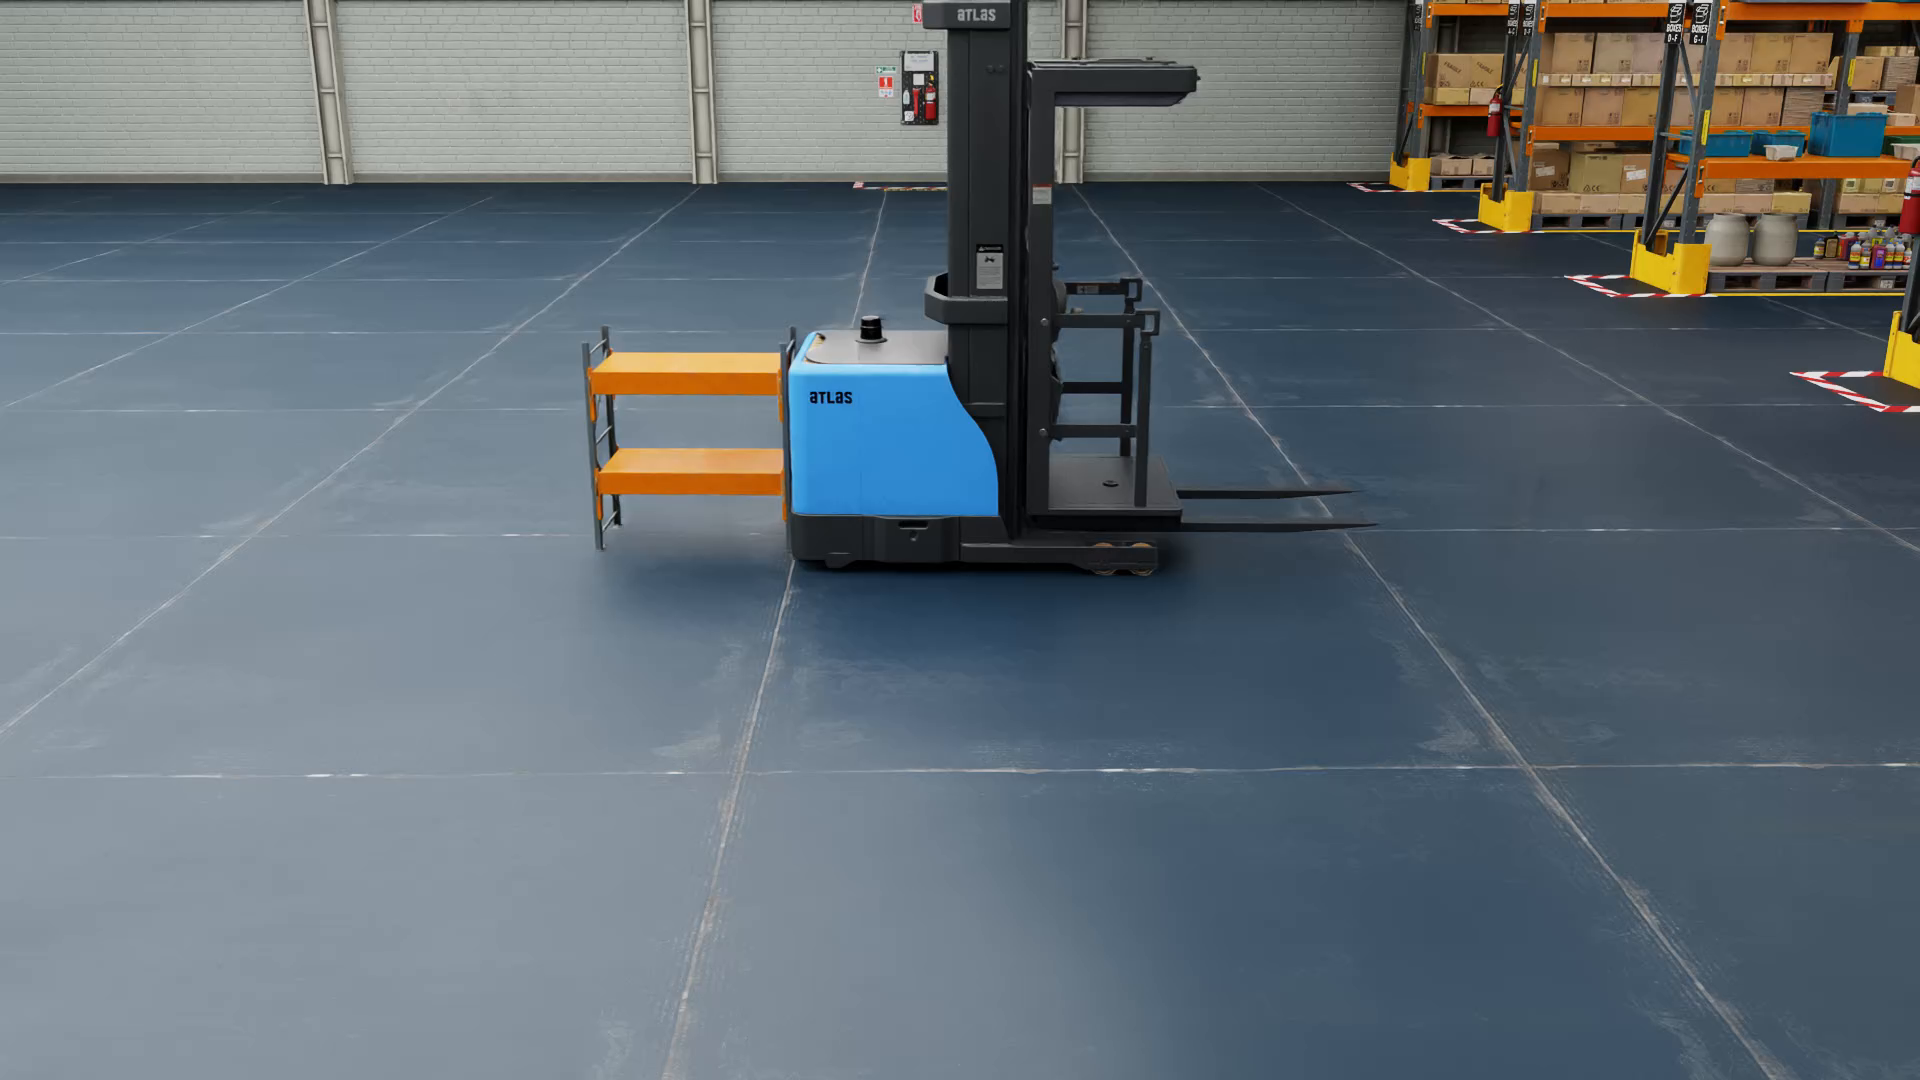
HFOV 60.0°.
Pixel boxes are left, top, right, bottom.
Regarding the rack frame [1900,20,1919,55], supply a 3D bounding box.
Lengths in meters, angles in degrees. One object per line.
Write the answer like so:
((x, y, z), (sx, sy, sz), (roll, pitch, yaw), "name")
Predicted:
((15.132, -7.138, 26.387), (0.127, 3.000, 1.000), (0, 18, -1), "rack frame")

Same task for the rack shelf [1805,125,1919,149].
((13.214, -5.272, 21.750), (4.000, 0.370, 1.077), (0, 18, -1), "rack shelf")

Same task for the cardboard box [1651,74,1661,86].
((8.898, -5.885, 21.258), (0.250, 0.149, 0.380), (-1, 18, -2), "cardboard box")

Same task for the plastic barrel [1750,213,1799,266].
((8.447, -3.117, 17.240), (0.421, 0.512, 0.421), (0, 18, 0), "plastic barrel")

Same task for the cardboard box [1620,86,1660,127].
((8.703, -5.637, 21.544), (0.500, 0.500, 0.700), (0, 18, 0), "cardboard box")

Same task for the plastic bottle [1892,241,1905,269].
((9.549, -2.899, 16.921), (0.097, 0.271, 0.097), (0, 18, 0), "plastic bottle")

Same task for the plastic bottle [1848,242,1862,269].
((9.107, -2.897, 16.914), (0.097, 0.271, 0.097), (0, 18, 0), "plastic bottle")

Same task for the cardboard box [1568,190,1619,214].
((8.254, -4.415, 21.713), (0.500, 0.250, 0.500), (0, 18, -1), "cardboard box")

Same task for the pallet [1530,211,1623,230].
((7.978, -4.275, 22.028), (1.213, 0.211, 1.003), (0, 18, -1), "pallet")

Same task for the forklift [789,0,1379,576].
((0.654, -1.377, 8.540), (3.031, 2.935, 1.130), (0, 18, 1), "forklift")

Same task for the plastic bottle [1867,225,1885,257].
((9.675, -3.160, 17.603), (0.185, 0.351, 0.144), (0, 18, 1), "plastic bottle")

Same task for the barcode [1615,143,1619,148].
((10.588, -6.361, 26.813), (0.075, 0.075, 0.001), (0, 18, -1), "barcode")

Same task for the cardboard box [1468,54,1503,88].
((8.109, -7.304, 25.891), (0.500, 0.500, 0.500), (0, 18, -1), "cardboard box")

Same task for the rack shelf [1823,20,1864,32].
((13.214, -6.701, 21.292), (4.000, 0.370, 1.077), (0, 18, -1), "rack shelf")

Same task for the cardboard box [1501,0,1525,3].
((8.528, -8.505, 25.543), (0.500, 0.500, 0.500), (1, 18, 2), "cardboard box")

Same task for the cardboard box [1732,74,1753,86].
((9.928, -5.891, 21.274), (0.250, 0.149, 0.380), (0, 18, -1), "cardboard box")

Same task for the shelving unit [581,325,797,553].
((-1.411, -0.547, 8.911), (1.048, 1.125, 0.538), (0, 18, 1), "shelving unit")

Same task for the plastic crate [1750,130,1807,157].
((8.434, -4.098, 17.154), (0.408, 0.251, 0.499), (0, 18, -1), "plastic crate")

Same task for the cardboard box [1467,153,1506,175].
((8.396, -6.007, 26.543), (0.500, 0.311, 0.500), (1, 18, 4), "cardboard box")

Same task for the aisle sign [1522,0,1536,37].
((7.154, -6.730, 20.861), (0.004, 0.787, 0.394), (0, 18, -1), "aisle sign")

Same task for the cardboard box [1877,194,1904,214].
((12.132, -4.424, 21.743), (0.500, 0.250, 0.500), (0, 18, 1), "cardboard box")

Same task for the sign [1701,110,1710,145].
((7.293, -4.037, 16.268), (0.005, 0.325, 0.100), (0, 18, -1), "sign")

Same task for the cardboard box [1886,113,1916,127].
((12.103, -5.428, 21.468), (0.250, 0.149, 0.380), (0, 18, -1), "cardboard box")

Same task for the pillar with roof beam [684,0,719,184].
((-4.112, -8.850, 21.905), (0.400, 9.000, 9.100), (0, 18, -1), "pillar with roof beam")

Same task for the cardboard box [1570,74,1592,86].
((7.874, -5.881, 21.243), (0.250, 0.149, 0.380), (-1, 18, -2), "cardboard box")

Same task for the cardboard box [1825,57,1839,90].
((13.416, -7.376, 26.248), (0.500, 0.500, 0.700), (0, 18, -1), "cardboard box")

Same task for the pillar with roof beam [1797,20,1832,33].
((13.886, -8.937, 22.176), (0.400, 9.000, 9.100), (0, 18, -1), "pillar with roof beam")

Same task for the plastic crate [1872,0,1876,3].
((9.191, -5.595, 16.694), (0.575, 0.384, 0.392), (0, 18, -1), "plastic crate")

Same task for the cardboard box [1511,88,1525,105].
((8.654, -6.950, 26.015), (0.500, 0.250, 0.500), (-1, 18, -2), "cardboard box")

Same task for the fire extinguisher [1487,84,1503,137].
((7.089, -5.690, 22.003), (0.183, 0.674, 0.296), (0, 18, -1), "fire extinguisher")

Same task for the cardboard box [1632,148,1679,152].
((9.246, -4.939, 22.118), (0.500, 0.500, 0.500), (0, 18, -1), "cardboard box")

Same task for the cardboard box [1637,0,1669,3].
((10.629, -8.526, 25.607), (0.500, 0.500, 0.500), (0, 18, 1), "cardboard box")

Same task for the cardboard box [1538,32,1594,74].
((7.734, -6.250, 21.333), (0.500, 0.500, 0.700), (0, 18, -1), "cardboard box")

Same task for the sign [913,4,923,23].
((-0.662, -8.472, 26.750), (0.199, 0.298, 0.001), (0, 18, -1), "sign")

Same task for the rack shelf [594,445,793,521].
((-1.411, -0.314, 8.986), (1.000, 0.278, 0.538), (0, 18, 1), "rack shelf")

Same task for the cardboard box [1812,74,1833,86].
((10.946, -5.895, 21.288), (0.250, 0.149, 0.380), (0, 18, -1), "cardboard box")

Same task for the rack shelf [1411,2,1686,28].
((9.132, -8.194, 25.948), (4.000, 0.370, 1.077), (0, 18, -1), "rack shelf")

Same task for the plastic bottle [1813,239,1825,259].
((9.118, -3.093, 17.639), (0.097, 0.201, 0.097), (0, 18, 0), "plastic bottle")

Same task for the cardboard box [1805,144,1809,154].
((13.399, -6.159, 26.710), (0.500, 0.500, 0.700), (0, 18, -1), "cardboard box")

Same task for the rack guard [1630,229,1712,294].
((7.364, -2.898, 17.262), (0.348, 0.500, 1.175), (0, 18, -1), "rack guard")

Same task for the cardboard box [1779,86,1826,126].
((10.770, -5.649, 21.582), (0.500, 0.500, 0.700), (-1, 18, -2), "cardboard box")

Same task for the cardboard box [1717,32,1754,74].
((9.764, -6.262, 21.369), (0.500, 0.500, 0.700), (0, 18, -1), "cardboard box")

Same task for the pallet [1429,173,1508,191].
((8.021, -5.765, 26.672), (1.213, 0.211, 1.003), (0, 18, -1), "pallet")

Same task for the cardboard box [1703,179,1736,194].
((9.754, -4.782, 21.629), (0.500, 0.500, 0.500), (0, 18, -1), "cardboard box")

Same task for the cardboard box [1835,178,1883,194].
((11.631, -4.689, 21.650), (0.500, 0.311, 0.500), (0, 18, -1), "cardboard box")

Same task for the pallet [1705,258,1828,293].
((8.177, -2.762, 17.313), (1.213, 0.211, 1.003), (0, 18, -1), "pallet")

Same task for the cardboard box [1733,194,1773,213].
((10.254, -4.428, 21.753), (0.500, 0.250, 0.500), (0, 18, -1), "cardboard box")
